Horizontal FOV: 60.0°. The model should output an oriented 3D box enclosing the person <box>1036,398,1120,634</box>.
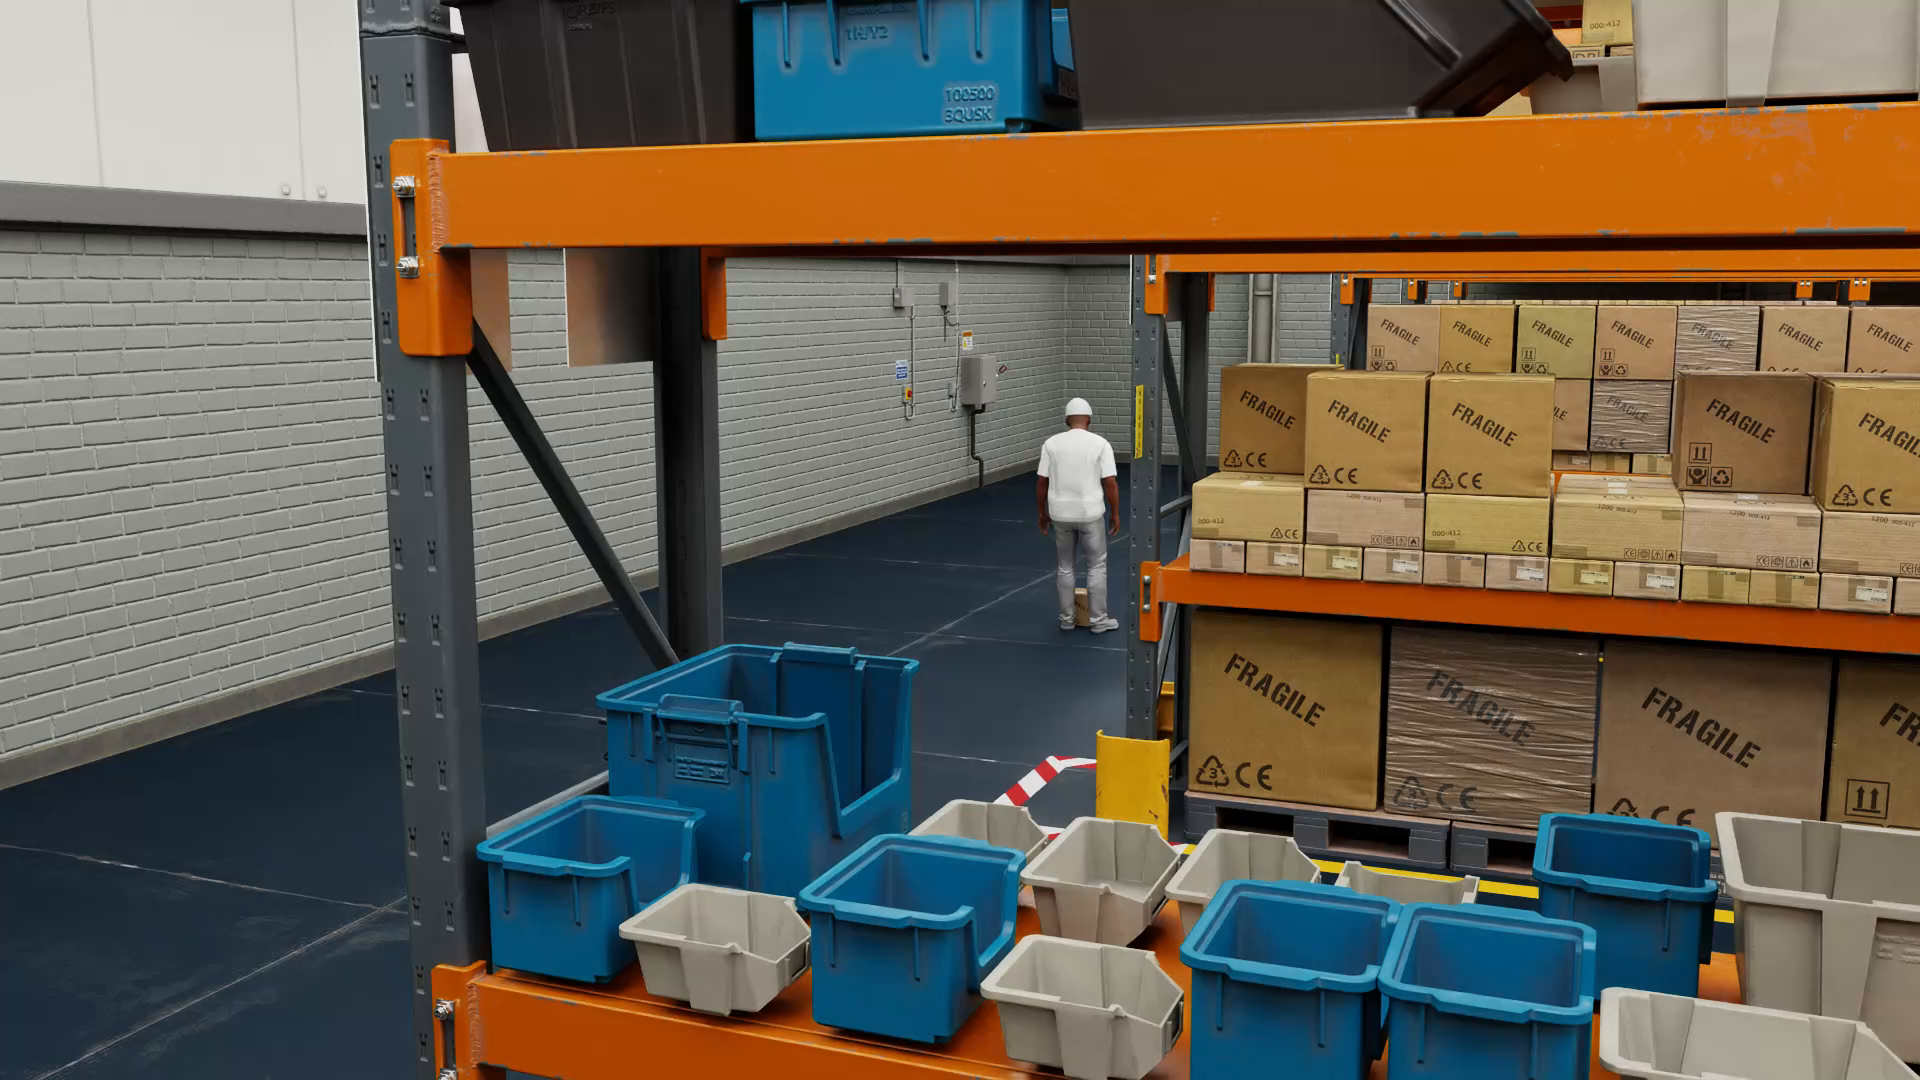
[{"bbox_3d":[0.894,-0.191,12.548,0.633,1.759,0.462,3,9,17],"label":"person"}]
